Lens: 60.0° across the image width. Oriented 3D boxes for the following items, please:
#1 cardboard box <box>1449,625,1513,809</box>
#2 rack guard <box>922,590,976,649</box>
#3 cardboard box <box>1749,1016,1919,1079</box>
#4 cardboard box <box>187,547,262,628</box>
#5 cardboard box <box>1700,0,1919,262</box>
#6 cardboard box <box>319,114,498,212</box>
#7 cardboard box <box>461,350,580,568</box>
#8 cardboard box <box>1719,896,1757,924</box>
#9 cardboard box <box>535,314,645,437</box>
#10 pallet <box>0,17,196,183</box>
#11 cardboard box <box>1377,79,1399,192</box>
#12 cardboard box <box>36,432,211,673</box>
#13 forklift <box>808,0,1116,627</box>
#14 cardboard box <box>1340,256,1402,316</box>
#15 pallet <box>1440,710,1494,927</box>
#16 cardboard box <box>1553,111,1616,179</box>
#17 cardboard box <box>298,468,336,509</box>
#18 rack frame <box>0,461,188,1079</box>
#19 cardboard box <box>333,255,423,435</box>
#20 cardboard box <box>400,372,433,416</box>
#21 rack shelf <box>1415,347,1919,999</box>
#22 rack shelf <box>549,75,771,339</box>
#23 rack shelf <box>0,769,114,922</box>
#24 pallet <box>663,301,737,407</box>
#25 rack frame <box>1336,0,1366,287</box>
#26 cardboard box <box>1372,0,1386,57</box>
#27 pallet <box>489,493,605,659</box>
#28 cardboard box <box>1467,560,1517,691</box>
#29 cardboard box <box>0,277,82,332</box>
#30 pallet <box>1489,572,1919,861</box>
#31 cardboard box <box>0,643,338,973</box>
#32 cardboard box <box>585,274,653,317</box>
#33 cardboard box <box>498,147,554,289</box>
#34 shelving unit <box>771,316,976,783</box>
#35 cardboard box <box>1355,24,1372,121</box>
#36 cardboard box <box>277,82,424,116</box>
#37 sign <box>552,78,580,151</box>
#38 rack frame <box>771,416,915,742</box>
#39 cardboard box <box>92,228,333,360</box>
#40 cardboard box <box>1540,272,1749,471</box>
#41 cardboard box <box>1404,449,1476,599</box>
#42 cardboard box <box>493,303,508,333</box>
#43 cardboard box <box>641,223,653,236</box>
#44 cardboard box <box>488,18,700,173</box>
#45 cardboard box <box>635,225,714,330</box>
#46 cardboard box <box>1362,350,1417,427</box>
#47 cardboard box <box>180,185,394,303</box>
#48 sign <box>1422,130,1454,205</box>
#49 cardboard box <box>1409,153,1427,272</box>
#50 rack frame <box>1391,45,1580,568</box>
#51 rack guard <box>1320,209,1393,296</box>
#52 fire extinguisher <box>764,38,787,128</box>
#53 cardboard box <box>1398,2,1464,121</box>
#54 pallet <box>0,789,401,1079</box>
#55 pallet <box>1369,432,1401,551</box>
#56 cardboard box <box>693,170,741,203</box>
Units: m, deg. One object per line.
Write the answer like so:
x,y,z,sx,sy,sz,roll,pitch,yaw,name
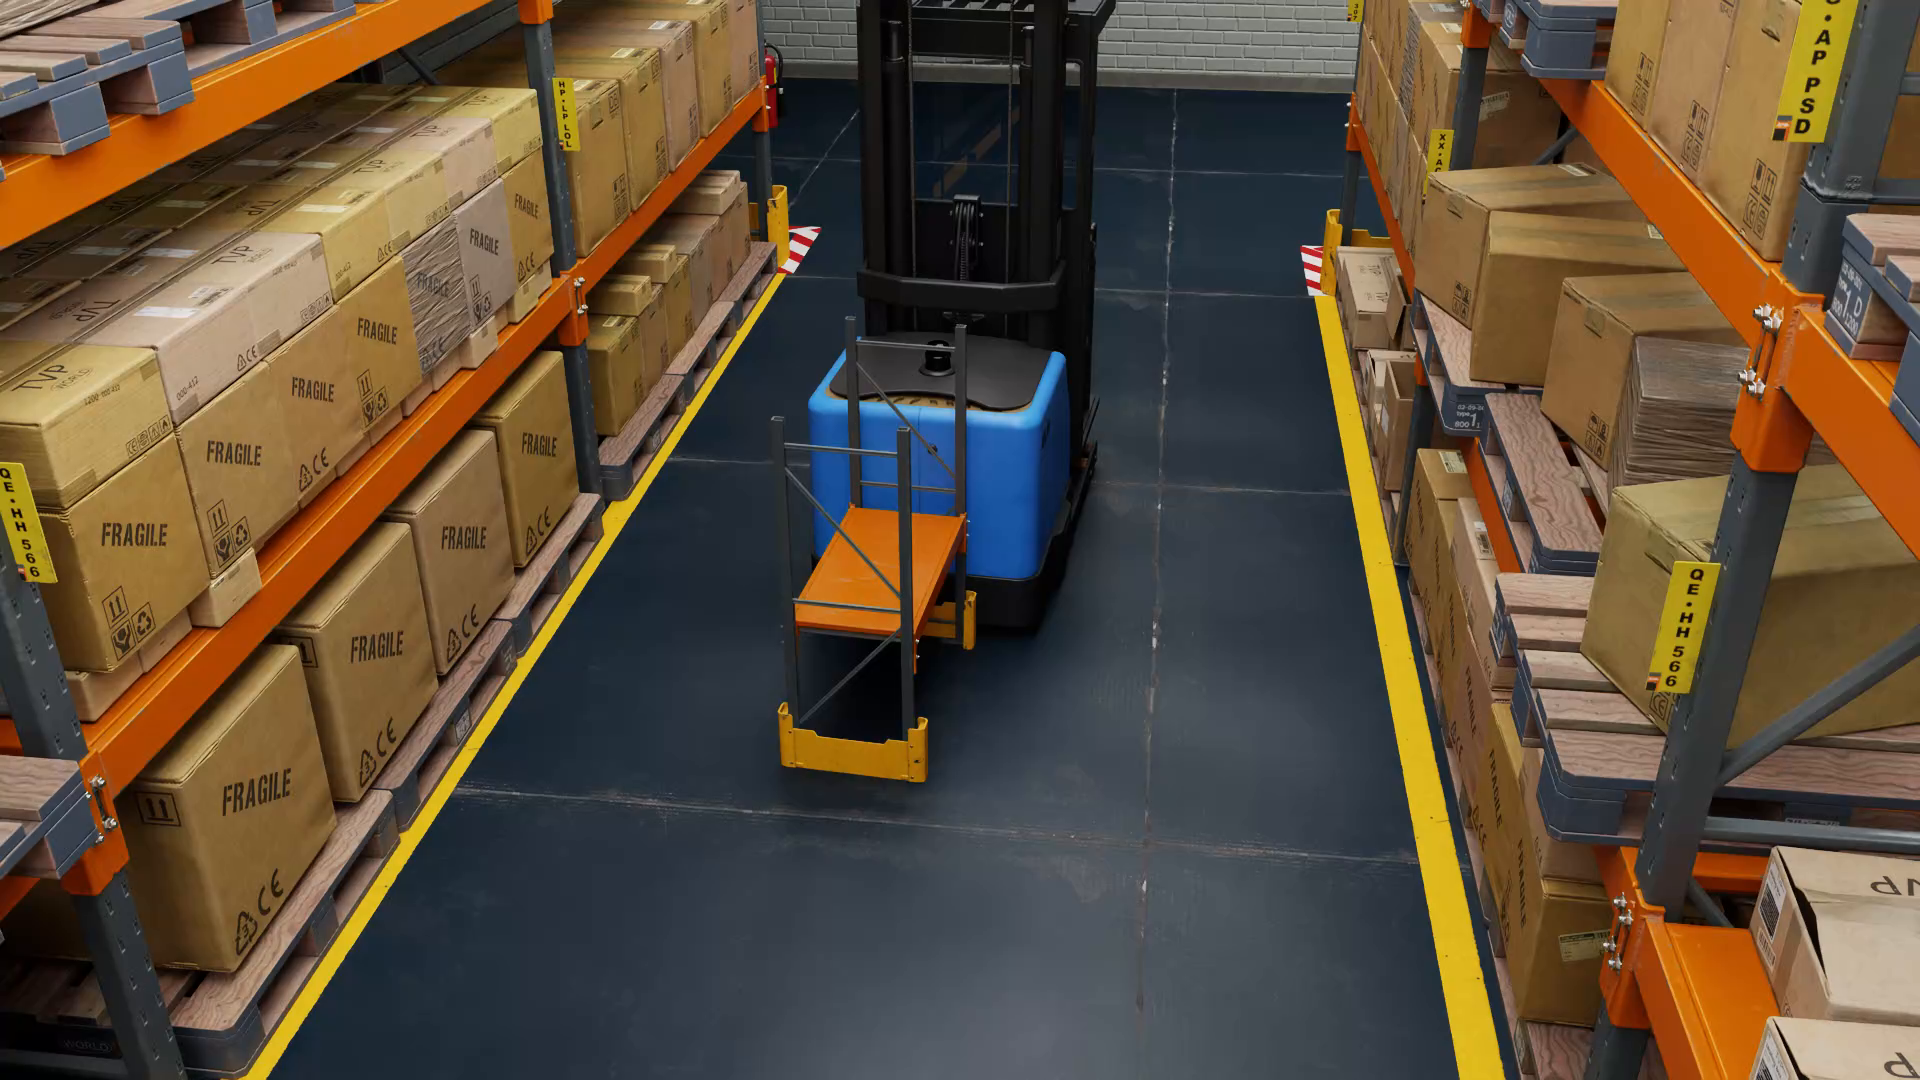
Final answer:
2.107,0.656,6.042,0.500,0.500,0.500,2,28,4,cardboard box
-0.221,0.329,7.375,0.587,0.250,0.087,5,29,10,rack guard
1.802,1.143,3.060,0.500,0.311,0.500,3,28,6,cardboard box
-2.387,0.130,5.090,0.380,0.149,0.250,4,29,8,cardboard box
2.124,-0.878,3.449,0.910,0.500,0.500,3,28,6,cardboard box
-2.198,-1.514,6.667,0.500,0.250,0.500,4,29,7,cardboard box
-2.273,-0.400,7.654,0.750,0.750,0.750,4,29,7,cardboard box
2.502,1.156,5.113,0.500,0.500,0.500,2,28,4,cardboard box
-2.129,-0.906,8.961,0.700,0.500,0.500,4,29,7,cardboard box
-2.787,-1.136,4.232,1.213,0.211,1.003,5,29,9,pallet
2.583,-2.208,9.080,0.500,0.500,0.500,4,29,7,cardboard box
-2.499,0.010,4.628,0.500,0.500,0.500,4,29,8,cardboard box
0.126,-1.583,8.098,1.130,2.935,3.031,6,29,10,forklift
2.675,-1.580,10.456,0.500,0.250,0.500,3,28,6,cardboard box
2.385,1.000,6.172,1.003,0.211,1.213,3,28,6,pallet
2.931,-1.879,7.415,0.500,0.500,0.500,4,29,8,cardboard box
-2.413,-0.239,5.775,0.380,0.149,0.250,4,29,7,cardboard box
-2.810,0.408,4.330,0.949,2.616,0.053,3,28,6,rack frame
-2.308,-0.715,5.974,0.500,0.500,0.500,4,29,8,cardboard box
-2.282,-0.602,6.449,0.380,0.149,0.250,3,28,5,cardboard box
2.349,0.069,5.718,1.077,0.370,4.000,3,28,6,rack shelf
-2.078,-2.100,9.744,1.077,0.370,4.000,3,28,6,rack shelf
-3.058,1.666,2.754,1.077,0.370,4.000,3,28,6,rack shelf
-2.005,-1.177,10.212,1.003,0.211,1.213,3,28,6,pallet
3.084,-3.072,10.789,1.000,3.000,0.127,3,28,6,rack frame
2.712,-3.116,9.712,0.500,0.500,0.500,4,29,7,cardboard box
-2.343,0.120,7.805,1.003,0.211,1.213,3,28,6,pallet
2.109,0.308,5.897,0.500,0.250,0.500,3,28,5,cardboard box
-2.948,-0.578,4.930,0.500,0.250,0.500,2,28,5,cardboard box
2.117,0.455,4.445,1.213,0.211,1.003,3,28,6,pallet
-2.593,0.831,5.369,0.750,0.750,0.750,3,28,6,cardboard box
-1.906,-1.342,9.087,0.380,0.149,0.250,4,29,8,cardboard box
-2.129,-1.427,7.296,0.500,0.500,0.500,3,28,5,cardboard box
-0.319,0.011,6.649,0.587,1.500,1.083,5,29,10,shelving unit
2.768,-2.922,10.406,0.500,0.500,0.500,4,29,7,cardboard box
-2.638,-1.788,7.175,0.500,0.250,0.500,4,29,8,cardboard box
-1.783,-1.923,7.520,0.100,0.325,0.005,3,28,6,sign
-0.421,0.251,6.202,0.500,1.500,0.032,5,29,10,rack frame
-2.379,-0.794,5.330,0.500,0.250,0.500,4,29,7,cardboard box
2.439,-0.583,5.621,0.700,0.500,0.500,-4,29,-7,cardboard box
2.293,-0.069,7.387,0.500,0.500,0.500,2,28,4,cardboard box
-2.167,-0.958,7.110,0.380,0.149,0.250,4,29,8,cardboard box
-2.125,-1.987,10.285,0.380,0.149,0.250,4,29,7,cardboard box
-2.066,-2.548,9.501,0.980,0.700,0.700,2,28,4,cardboard box
-1.941,-1.635,10.315,0.700,0.500,0.500,2,28,5,cardboard box
2.474,-0.837,9.012,0.500,0.311,0.500,3,28,6,cardboard box
-2.323,-1.034,5.776,0.500,0.250,0.500,3,28,5,cardboard box
2.055,-1.598,7.141,0.100,0.325,0.005,3,28,6,sign
2.401,-1.483,7.735,0.500,0.500,0.500,4,29,7,cardboard box
2.594,-1.189,7.295,1.000,3.000,0.127,3,28,6,rack frame
3.075,-1.936,11.316,1.175,0.500,0.348,3,28,6,rack guard
-1.356,-3.204,11.509,0.296,0.674,0.183,3,28,6,fire extinguisher
2.521,-2.405,8.392,0.500,0.500,0.500,4,29,7,cardboard box
-2.641,1.269,5.673,1.003,0.211,1.213,3,28,6,pallet
2.679,-0.285,8.556,1.003,0.211,1.213,3,28,6,pallet
-1.654,-2.322,10.906,0.380,0.149,0.250,3,28,6,cardboard box
